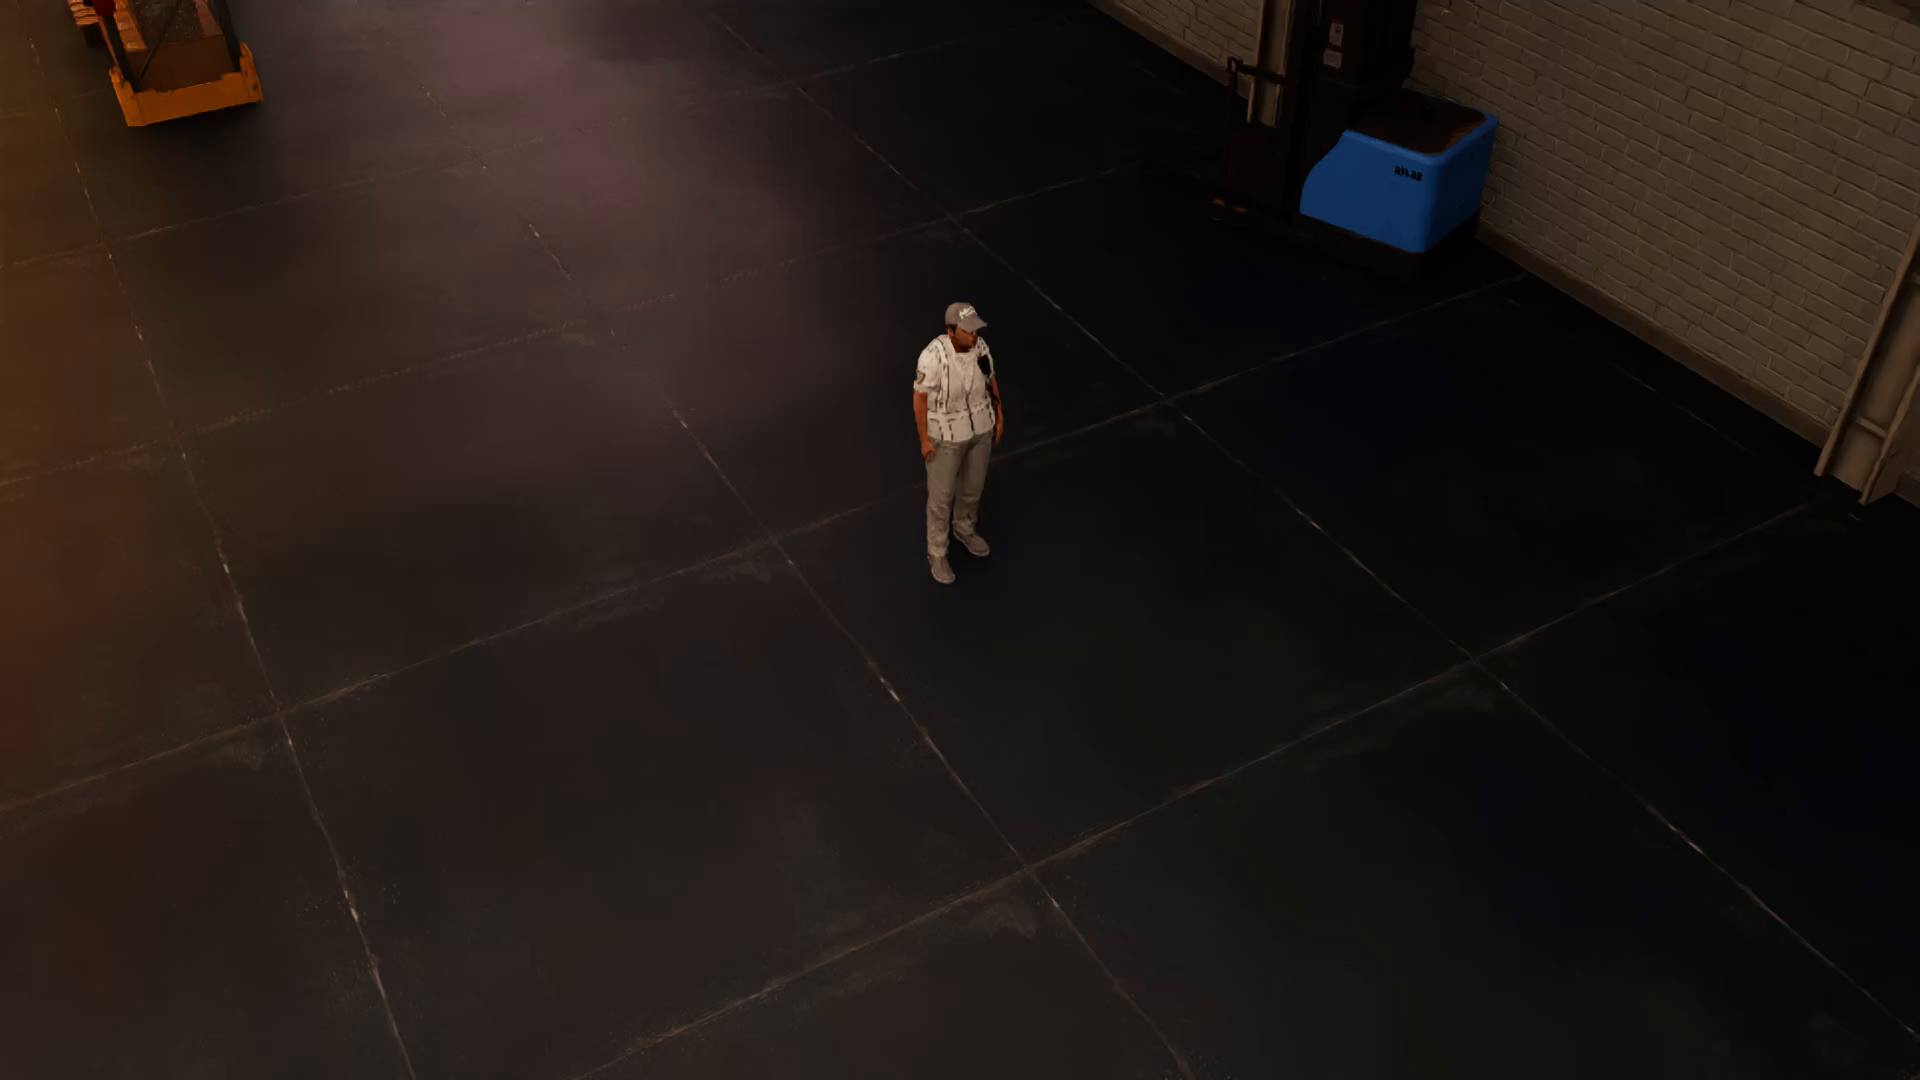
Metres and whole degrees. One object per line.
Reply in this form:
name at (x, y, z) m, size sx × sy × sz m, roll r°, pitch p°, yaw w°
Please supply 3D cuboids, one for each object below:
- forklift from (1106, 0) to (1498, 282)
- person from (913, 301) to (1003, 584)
forklift at (2.610, -3.870, 12.702) m, size 3.031 × 2.935 × 1.130 m, roll 28°, pitch 47°, yaw 30°
person at (0.019, -0.597, 9.736) m, size 0.598 × 1.669 × 0.529 m, roll -20°, pitch 44°, yaw -23°
